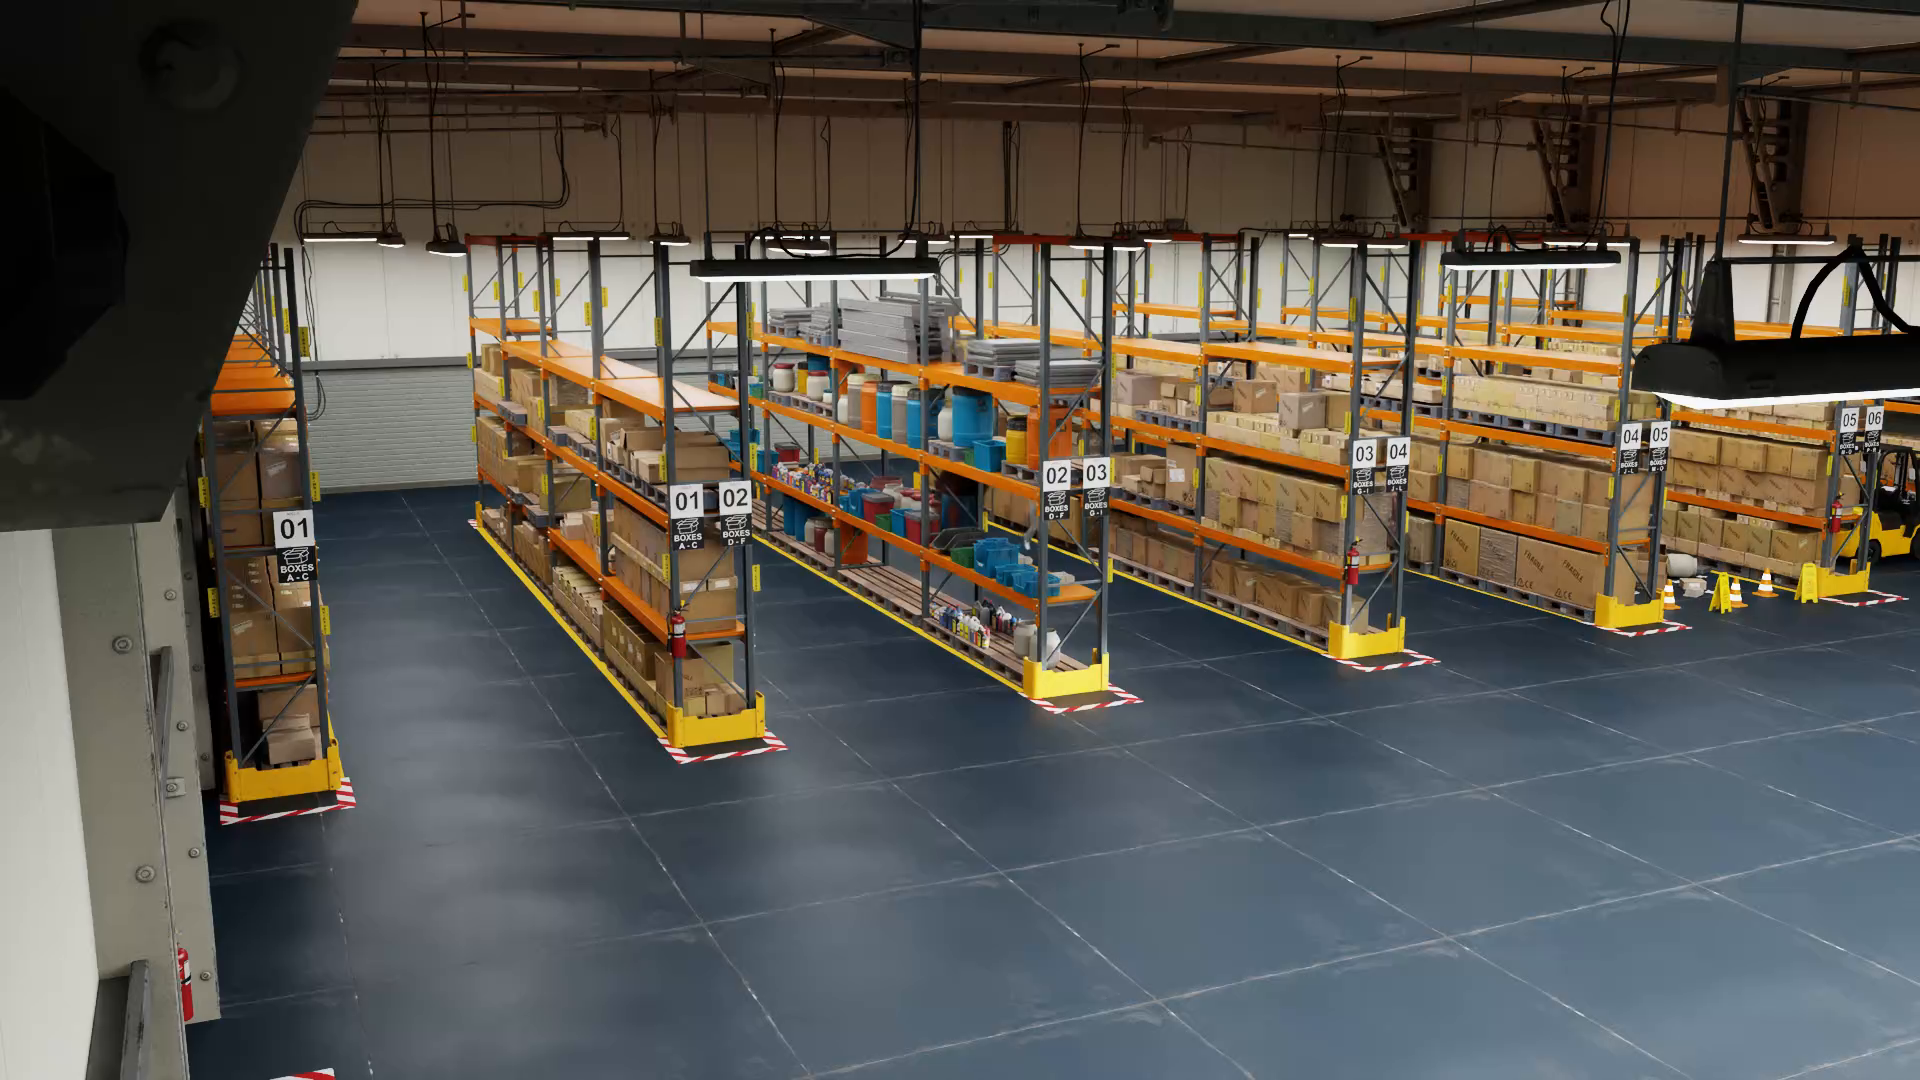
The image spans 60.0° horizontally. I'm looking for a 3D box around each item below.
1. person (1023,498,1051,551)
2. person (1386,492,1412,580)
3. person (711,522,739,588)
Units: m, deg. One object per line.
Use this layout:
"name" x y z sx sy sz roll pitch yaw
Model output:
"person" 1.436 -0.586 30.548 0.589 1.627 0.823 -7 13 -31
"person" 7.675 -0.144 29.310 0.705 1.727 0.661 -6 13 -29
"person" -3.847 -0.120 27.806 0.685 1.792 0.862 -5 12 -26
